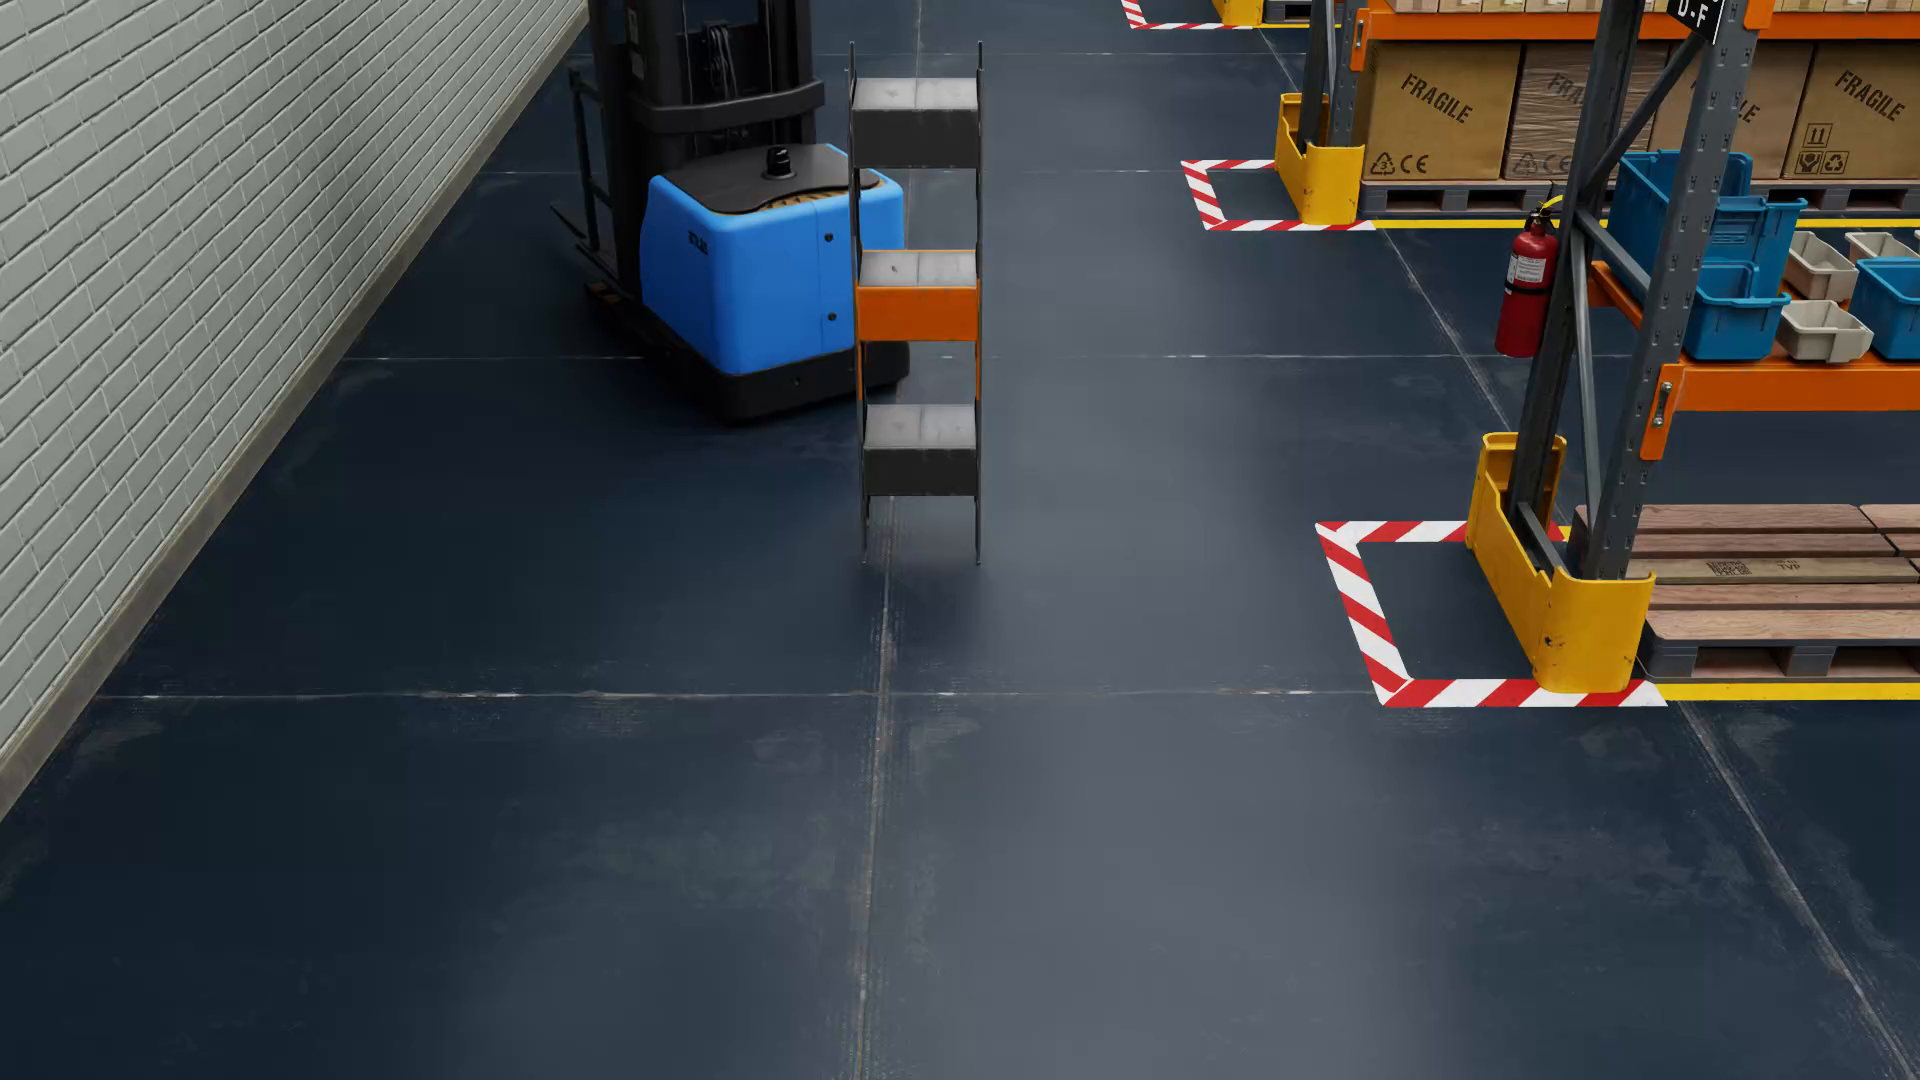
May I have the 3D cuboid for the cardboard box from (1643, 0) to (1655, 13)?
[{"bbox_3d":[4.008,-3.309,10.055,0.250,0.149,0.380,0,31,-1],"label":"cardboard box"}]

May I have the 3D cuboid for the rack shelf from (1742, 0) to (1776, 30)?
[{"bbox_3d":[4.396,-1.993,5.446,4.000,0.370,1.077,0,31,0],"label":"rack shelf"}]

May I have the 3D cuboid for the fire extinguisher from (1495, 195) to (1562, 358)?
[{"bbox_3d":[2.242,-1.055,6.531,0.183,0.674,0.296,0,31,0],"label":"fire extinguisher"}]

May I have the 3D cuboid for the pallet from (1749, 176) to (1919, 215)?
[{"bbox_3d":[5.605,-2.440,11.068,1.213,0.211,1.003,0,31,0],"label":"pallet"}]

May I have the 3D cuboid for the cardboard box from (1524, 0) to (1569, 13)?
[{"bbox_3d":[3.496,-3.308,10.053,0.250,0.149,0.380,-1,31,-1],"label":"cardboard box"}]

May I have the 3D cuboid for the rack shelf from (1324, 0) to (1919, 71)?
[{"bbox_3d":[4.366,-3.280,10.458,4.000,0.370,1.077,0,31,0],"label":"rack shelf"}]

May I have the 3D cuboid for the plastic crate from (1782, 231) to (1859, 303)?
[{"bbox_3d":[3.210,-1.022,6.239,0.243,0.136,0.396,0,31,0],"label":"plastic crate"}]

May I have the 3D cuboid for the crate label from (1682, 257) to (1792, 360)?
[{"bbox_3d":[2.644,-0.796,5.774,0.303,0.233,0.416,0,31,0],"label":"crate label"}]

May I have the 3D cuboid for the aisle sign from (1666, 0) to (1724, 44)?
[{"bbox_3d":[2.325,-1.969,5.098,0.004,0.787,0.394,0,31,0],"label":"aisle sign"}]

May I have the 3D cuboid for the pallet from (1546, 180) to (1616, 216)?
[{"bbox_3d":[4.382,-2.435,11.059,1.213,0.211,1.003,0,31,0],"label":"pallet"}]

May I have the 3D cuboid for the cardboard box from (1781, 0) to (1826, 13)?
[{"bbox_3d":[5.034,-3.312,10.060,0.250,0.149,0.380,0,31,1],"label":"cardboard box"}]

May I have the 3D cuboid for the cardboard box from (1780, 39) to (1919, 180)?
[{"bbox_3d":[5.705,-2.905,10.789,0.875,0.875,0.875,0,31,0],"label":"cardboard box"}]

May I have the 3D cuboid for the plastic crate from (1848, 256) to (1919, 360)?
[{"bbox_3d":[3.303,-0.798,5.778,0.300,0.233,0.416,0,31,0],"label":"plastic crate"}]

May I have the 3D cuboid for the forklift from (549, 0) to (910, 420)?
[{"bbox_3d":[-1.455,-2.563,8.648,1.130,2.935,3.031,-18,35,-26],"label":"forklift"}]

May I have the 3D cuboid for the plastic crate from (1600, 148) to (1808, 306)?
[{"bbox_3d":[2.729,-1.151,6.163,0.499,0.435,0.616,0,31,0],"label":"plastic crate"}]

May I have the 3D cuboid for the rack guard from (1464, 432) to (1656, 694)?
[{"bbox_3d":[2.372,0.063,6.664,0.348,0.500,1.175,0,31,0],"label":"rack guard"}]

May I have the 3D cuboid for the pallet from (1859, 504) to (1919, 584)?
[{"bbox_3d":[4.437,0.195,6.725,1.213,0.211,1.003,0,31,0],"label":"pallet"}]

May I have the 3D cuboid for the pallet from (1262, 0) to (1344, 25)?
[{"bbox_3d":[3.325,-4.947,15.200,1.213,0.211,1.003,0,31,0],"label":"pallet"}]

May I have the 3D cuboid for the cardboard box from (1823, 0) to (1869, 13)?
[{"bbox_3d":[5.291,-3.313,10.061,0.250,0.149,0.380,0,31,1],"label":"cardboard box"}]

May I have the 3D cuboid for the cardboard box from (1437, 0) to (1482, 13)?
[{"bbox_3d":[2.979,-3.306,10.049,0.250,0.149,0.380,-1,31,-1],"label":"cardboard box"}]

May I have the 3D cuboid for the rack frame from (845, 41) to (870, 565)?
[{"bbox_3d":[-0.410,-0.896,6.703,0.015,2.100,0.400,0,31,0],"label":"rack frame"}]

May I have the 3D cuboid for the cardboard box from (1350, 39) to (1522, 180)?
[{"bbox_3d":[3.005,-2.896,10.775,0.875,0.875,0.875,0,31,0],"label":"cardboard box"}]

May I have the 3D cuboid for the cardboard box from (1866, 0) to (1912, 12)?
[{"bbox_3d":[5.549,-3.314,10.063,0.250,0.149,0.380,-1,31,-1],"label":"cardboard box"}]

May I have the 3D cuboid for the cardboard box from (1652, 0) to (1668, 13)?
[{"bbox_3d":[4.261,-3.310,10.055,0.250,0.149,0.380,-1,31,-2],"label":"cardboard box"}]

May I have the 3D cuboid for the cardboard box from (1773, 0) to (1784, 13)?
[{"bbox_3d":[4.778,-3.312,10.058,0.250,0.149,0.380,-1,31,-1],"label":"cardboard box"}]

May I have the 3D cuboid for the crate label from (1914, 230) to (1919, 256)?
[{"bbox_3d":[3.778,-1.029,6.250,0.243,0.136,0.396,0,31,0],"label":"crate label"}]

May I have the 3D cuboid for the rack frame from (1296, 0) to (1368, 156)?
[{"bbox_3d":[2.366,-3.582,10.261,0.127,3.000,1.000,0,31,0],"label":"rack frame"}]

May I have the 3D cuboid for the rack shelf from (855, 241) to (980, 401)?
[{"bbox_3d":[-0.166,-0.886,6.712,0.480,0.518,0.431,0,31,0],"label":"rack shelf"}]

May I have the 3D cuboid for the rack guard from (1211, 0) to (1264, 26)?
[{"bbox_3d":[2.513,-5.086,15.151,0.348,0.500,1.175,0,31,0],"label":"rack guard"}]

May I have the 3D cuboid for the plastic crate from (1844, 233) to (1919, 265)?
[{"bbox_3d":[3.500,-1.015,6.228,0.243,0.136,0.396,0,31,0],"label":"plastic crate"}]

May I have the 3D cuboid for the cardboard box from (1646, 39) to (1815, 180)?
[{"bbox_3d":[4.805,-2.902,10.784,0.875,0.875,0.875,0,31,0],"label":"cardboard box"}]

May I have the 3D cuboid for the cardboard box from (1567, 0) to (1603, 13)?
[{"bbox_3d":[3.750,-3.308,10.053,0.250,0.149,0.380,-1,31,-1],"label":"cardboard box"}]

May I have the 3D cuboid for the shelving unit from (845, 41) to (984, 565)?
[{"bbox_3d":[-0.166,-0.897,6.704,0.503,2.100,0.431,0,31,0],"label":"shelving unit"}]

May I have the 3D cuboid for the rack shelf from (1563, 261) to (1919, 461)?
[{"bbox_3d":[4.396,-0.711,6.224,4.000,0.370,1.077,0,31,0],"label":"rack shelf"}]

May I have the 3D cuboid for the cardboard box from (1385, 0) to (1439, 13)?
[{"bbox_3d":[2.723,-3.304,10.046,0.250,0.149,0.380,0,31,0],"label":"cardboard box"}]

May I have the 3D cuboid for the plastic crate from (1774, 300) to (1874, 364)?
[{"bbox_3d":[2.966,-0.713,5.730,0.298,0.136,0.250,0,31,0],"label":"plastic crate"}]

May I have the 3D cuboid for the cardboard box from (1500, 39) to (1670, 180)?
[{"bbox_3d":[3.915,-2.899,10.780,0.875,0.875,0.875,0,31,0],"label":"cardboard box"}]

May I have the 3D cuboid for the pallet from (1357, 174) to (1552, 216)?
[{"bbox_3d":[3.165,-2.432,11.056,1.213,0.211,1.003,0,31,0],"label":"pallet"}]

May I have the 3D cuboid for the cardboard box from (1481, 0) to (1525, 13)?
[{"bbox_3d":[3.235,-3.307,10.050,0.250,0.149,0.380,-1,31,-1],"label":"cardboard box"}]

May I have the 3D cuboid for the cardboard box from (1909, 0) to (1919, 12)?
[{"bbox_3d":[5.805,-3.315,10.064,0.250,0.149,0.380,0,31,1],"label":"cardboard box"}]

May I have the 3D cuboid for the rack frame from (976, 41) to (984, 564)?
[{"bbox_3d":[0.078,-0.898,6.706,0.015,2.100,0.400,0,31,0],"label":"rack frame"}]

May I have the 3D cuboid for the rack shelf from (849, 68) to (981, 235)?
[{"bbox_3d":[-0.166,-1.484,6.348,0.480,0.518,0.431,0,31,0],"label":"rack shelf"}]

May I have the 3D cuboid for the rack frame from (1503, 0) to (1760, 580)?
[{"bbox_3d":[2.396,-1.012,6.027,0.127,3.000,1.000,0,31,0],"label":"rack frame"}]

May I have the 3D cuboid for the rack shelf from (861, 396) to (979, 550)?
[{"bbox_3d":[-0.166,-0.287,7.075,0.480,0.518,0.431,0,31,0],"label":"rack shelf"}]

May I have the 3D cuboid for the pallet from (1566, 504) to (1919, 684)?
[{"bbox_3d":[3.220,0.197,6.721,1.213,0.211,1.003,0,31,0],"label":"pallet"}]

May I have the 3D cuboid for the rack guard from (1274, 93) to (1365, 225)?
[{"bbox_3d":[2.342,-2.513,10.910,0.348,0.500,1.175,0,31,0],"label":"rack guard"}]
